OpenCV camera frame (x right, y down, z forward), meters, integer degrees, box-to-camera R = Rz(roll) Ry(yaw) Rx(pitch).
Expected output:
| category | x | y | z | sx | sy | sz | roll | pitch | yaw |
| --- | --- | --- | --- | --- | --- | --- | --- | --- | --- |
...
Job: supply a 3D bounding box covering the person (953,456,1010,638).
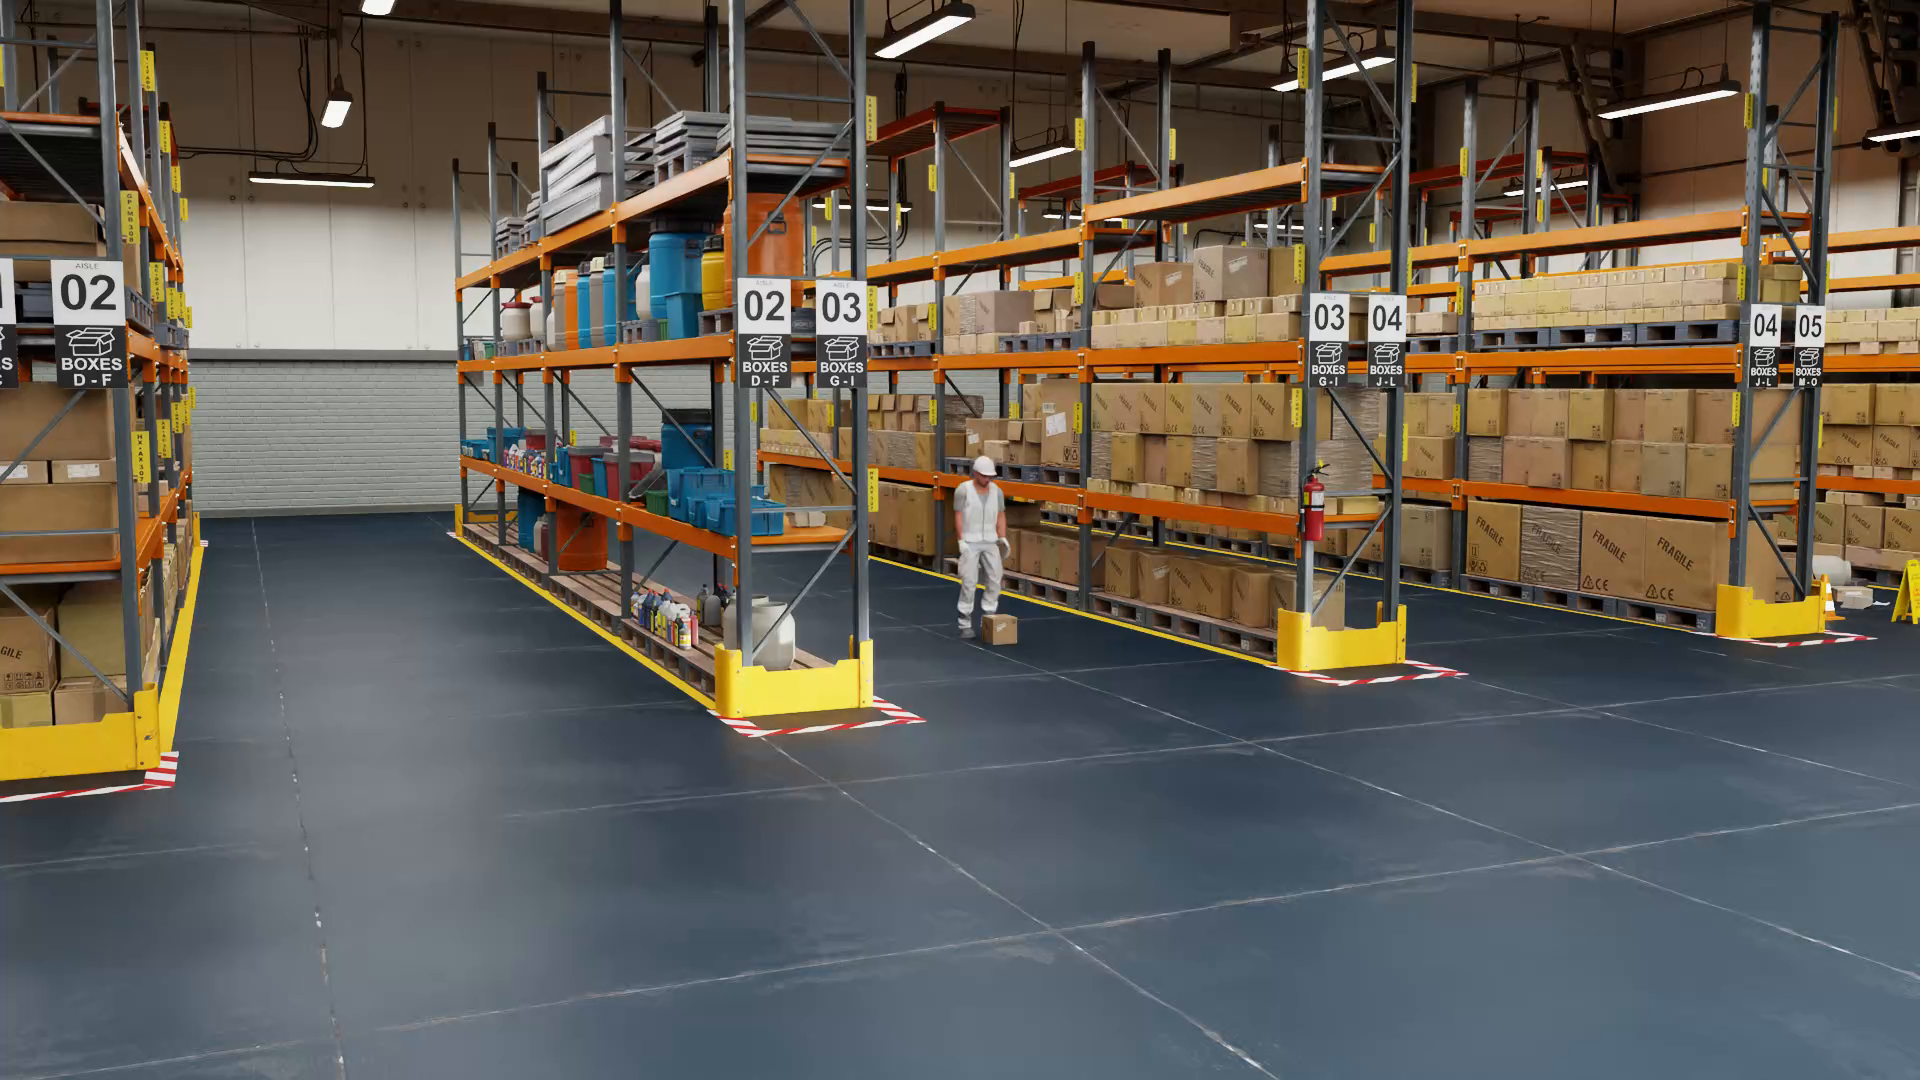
| category | x | y | z | sx | sy | sz | roll | pitch | yaw |
| --- | --- | --- | --- | --- | --- | --- | --- | --- | --- |
| person | 0.210 | 0.059 | 16.110 | 0.536 | 1.758 | 0.413 | -2 | 6 | -22 |
